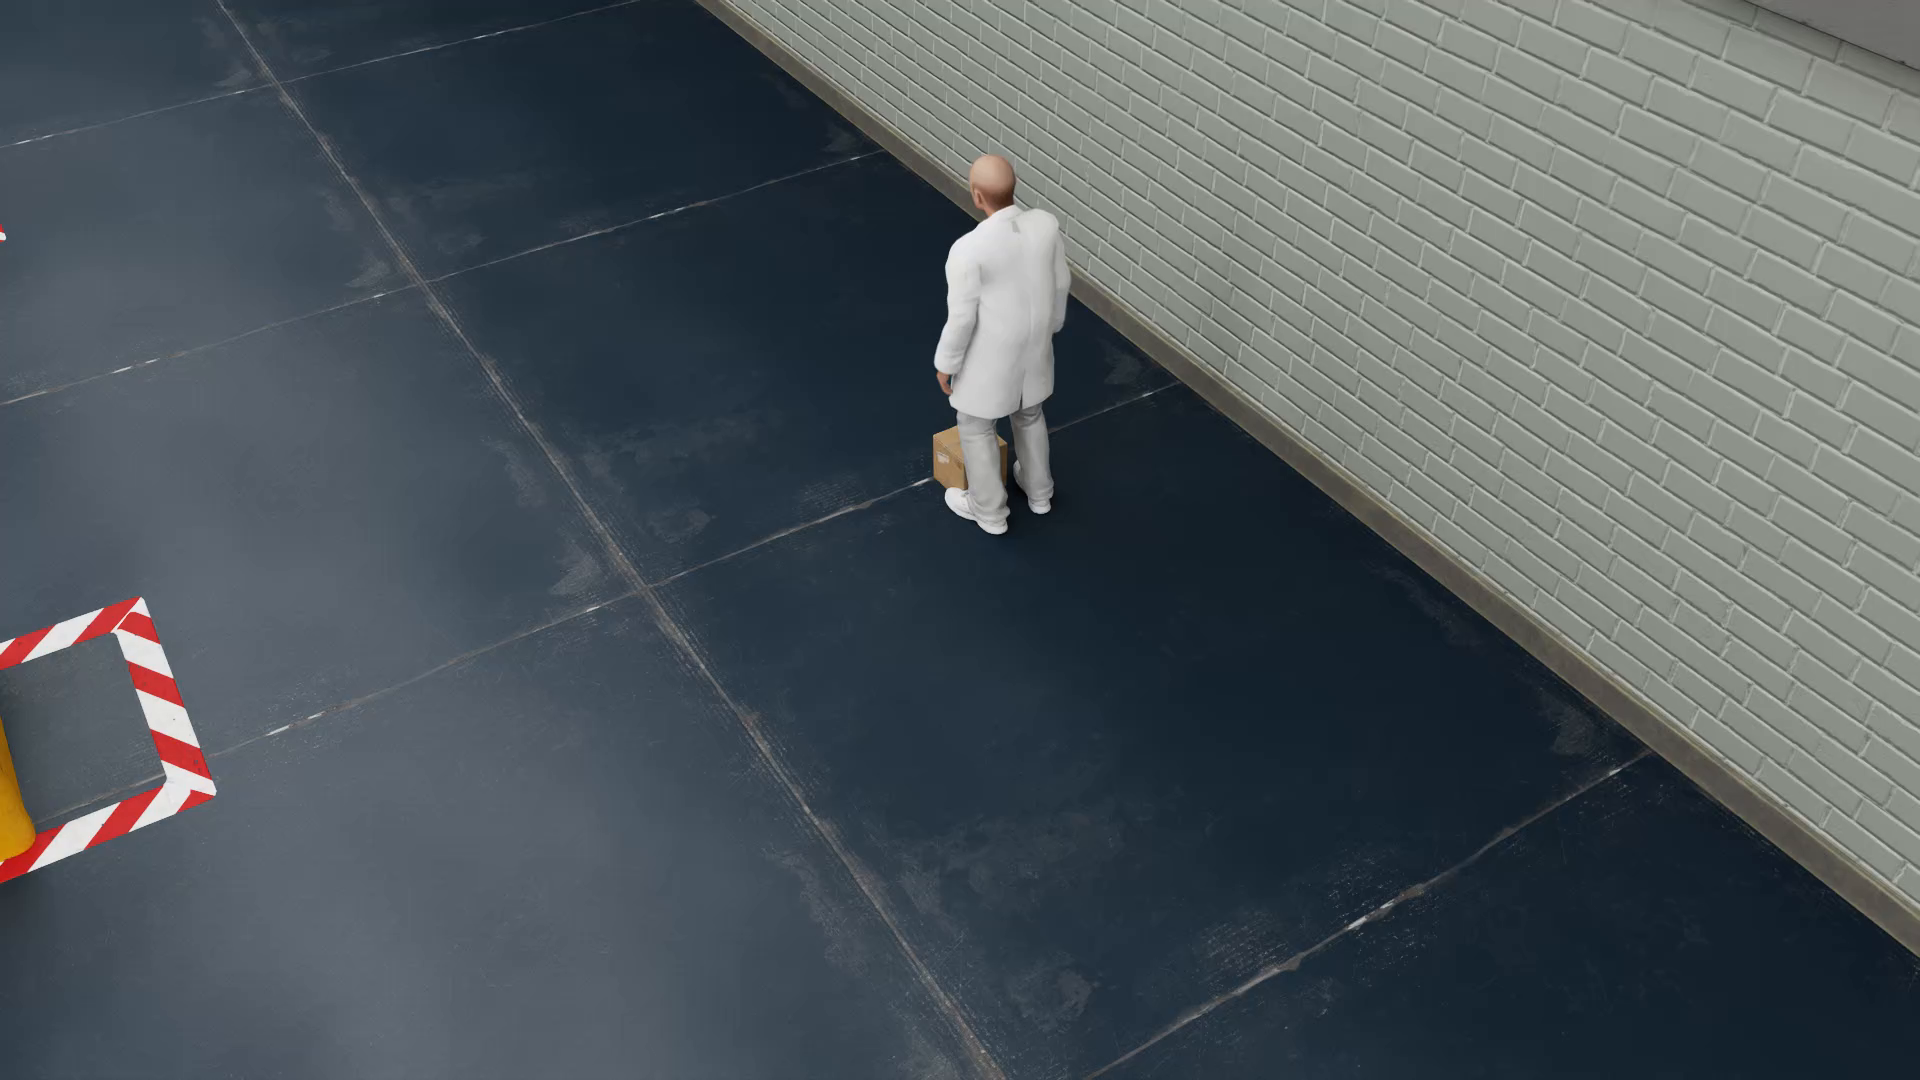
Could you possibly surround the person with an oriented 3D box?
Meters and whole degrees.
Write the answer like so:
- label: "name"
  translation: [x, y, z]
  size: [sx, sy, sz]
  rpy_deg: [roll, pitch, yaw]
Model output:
- label: "person"
  translation: [0.179, -0.818, 7.135]
  size: [0.655, 1.774, 0.415]
  rpy_deg: [-24, 46, -25]
